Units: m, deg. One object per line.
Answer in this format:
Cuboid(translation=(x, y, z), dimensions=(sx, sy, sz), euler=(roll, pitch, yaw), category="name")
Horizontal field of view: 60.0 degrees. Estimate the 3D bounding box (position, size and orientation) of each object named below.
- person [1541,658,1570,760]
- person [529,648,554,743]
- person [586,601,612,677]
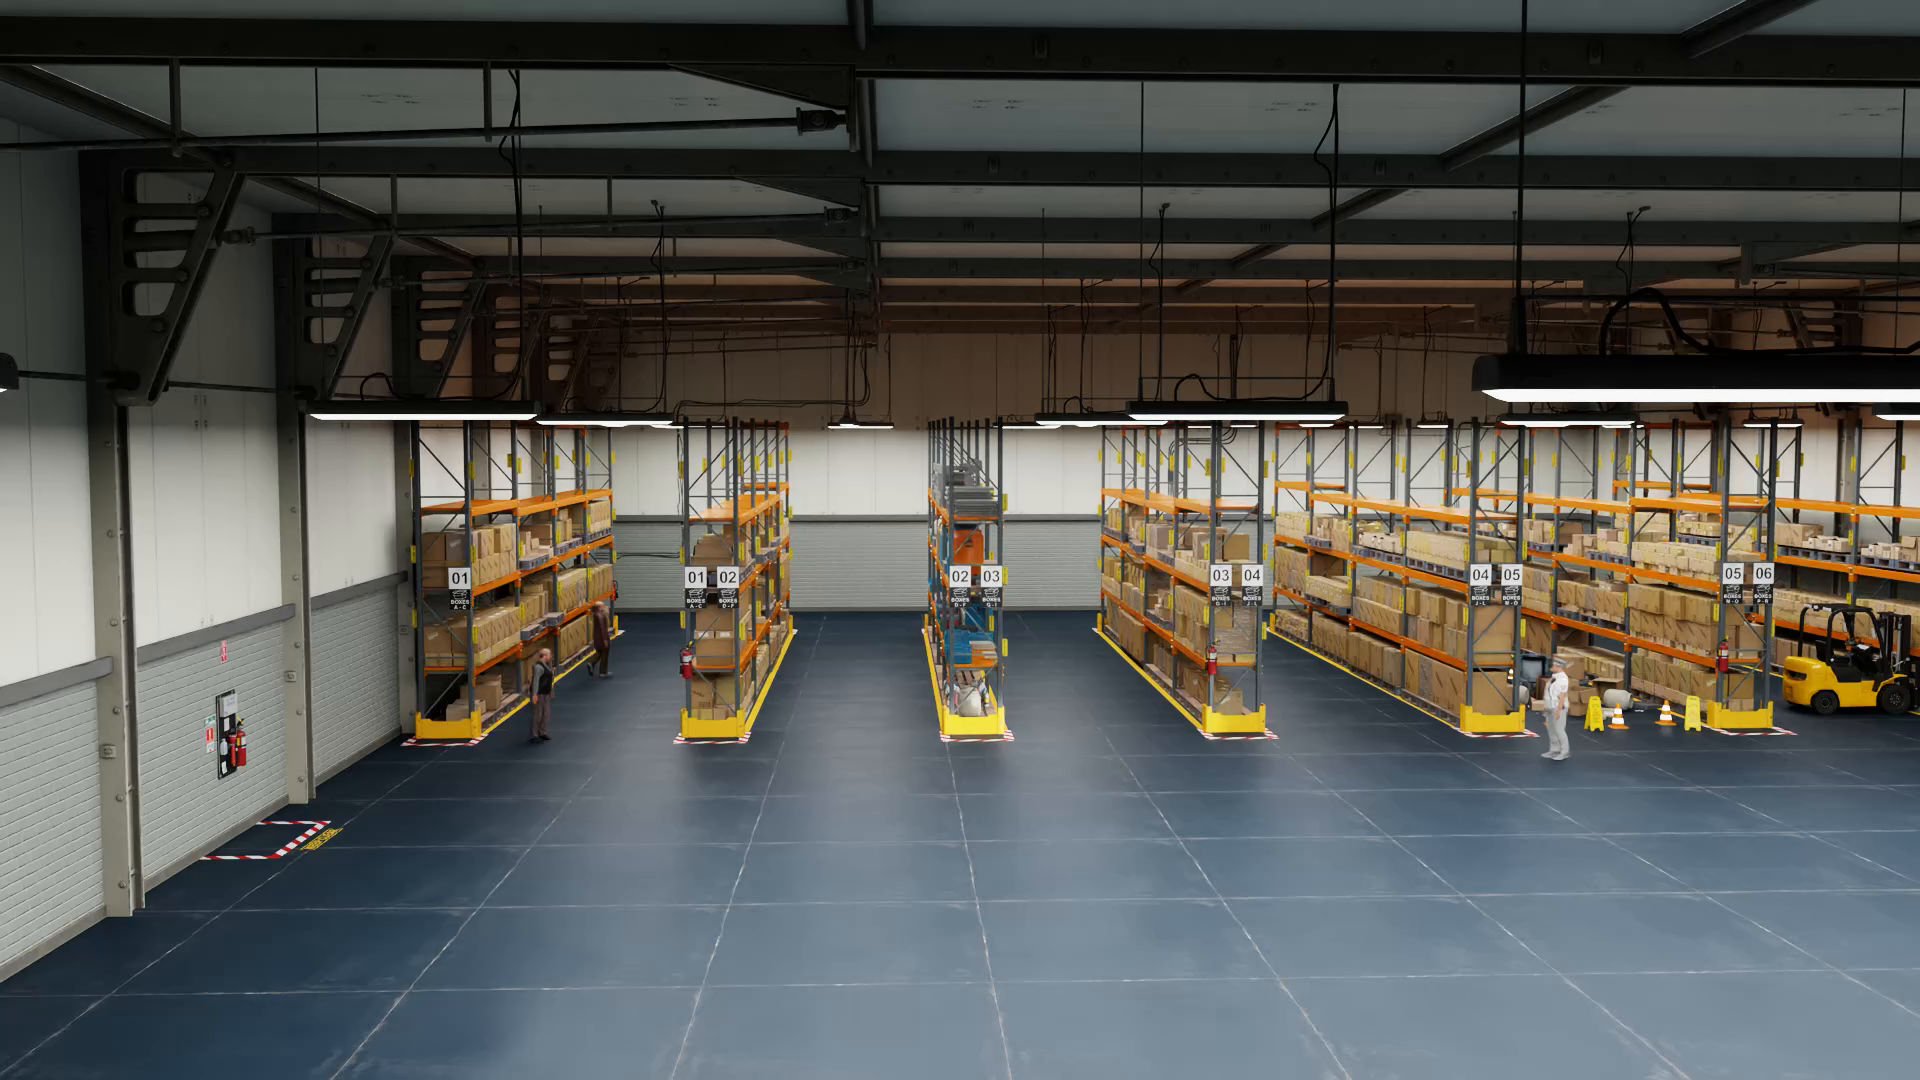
Cuboid(translation=(10.419, 2.944, 29.118), dimensions=(0.445, 1.781, 0.602), euler=(-1, 4, -13), category="person")
Cuboid(translation=(-7.751, 2.861, 30.722), dimensions=(0.413, 1.727, 0.584), euler=(1, 4, 8), category="person")
Cuboid(translation=(-8.384, 2.302, 38.625), dimensions=(0.560, 1.769, 0.664), euler=(3, 5, 38), category="person")
